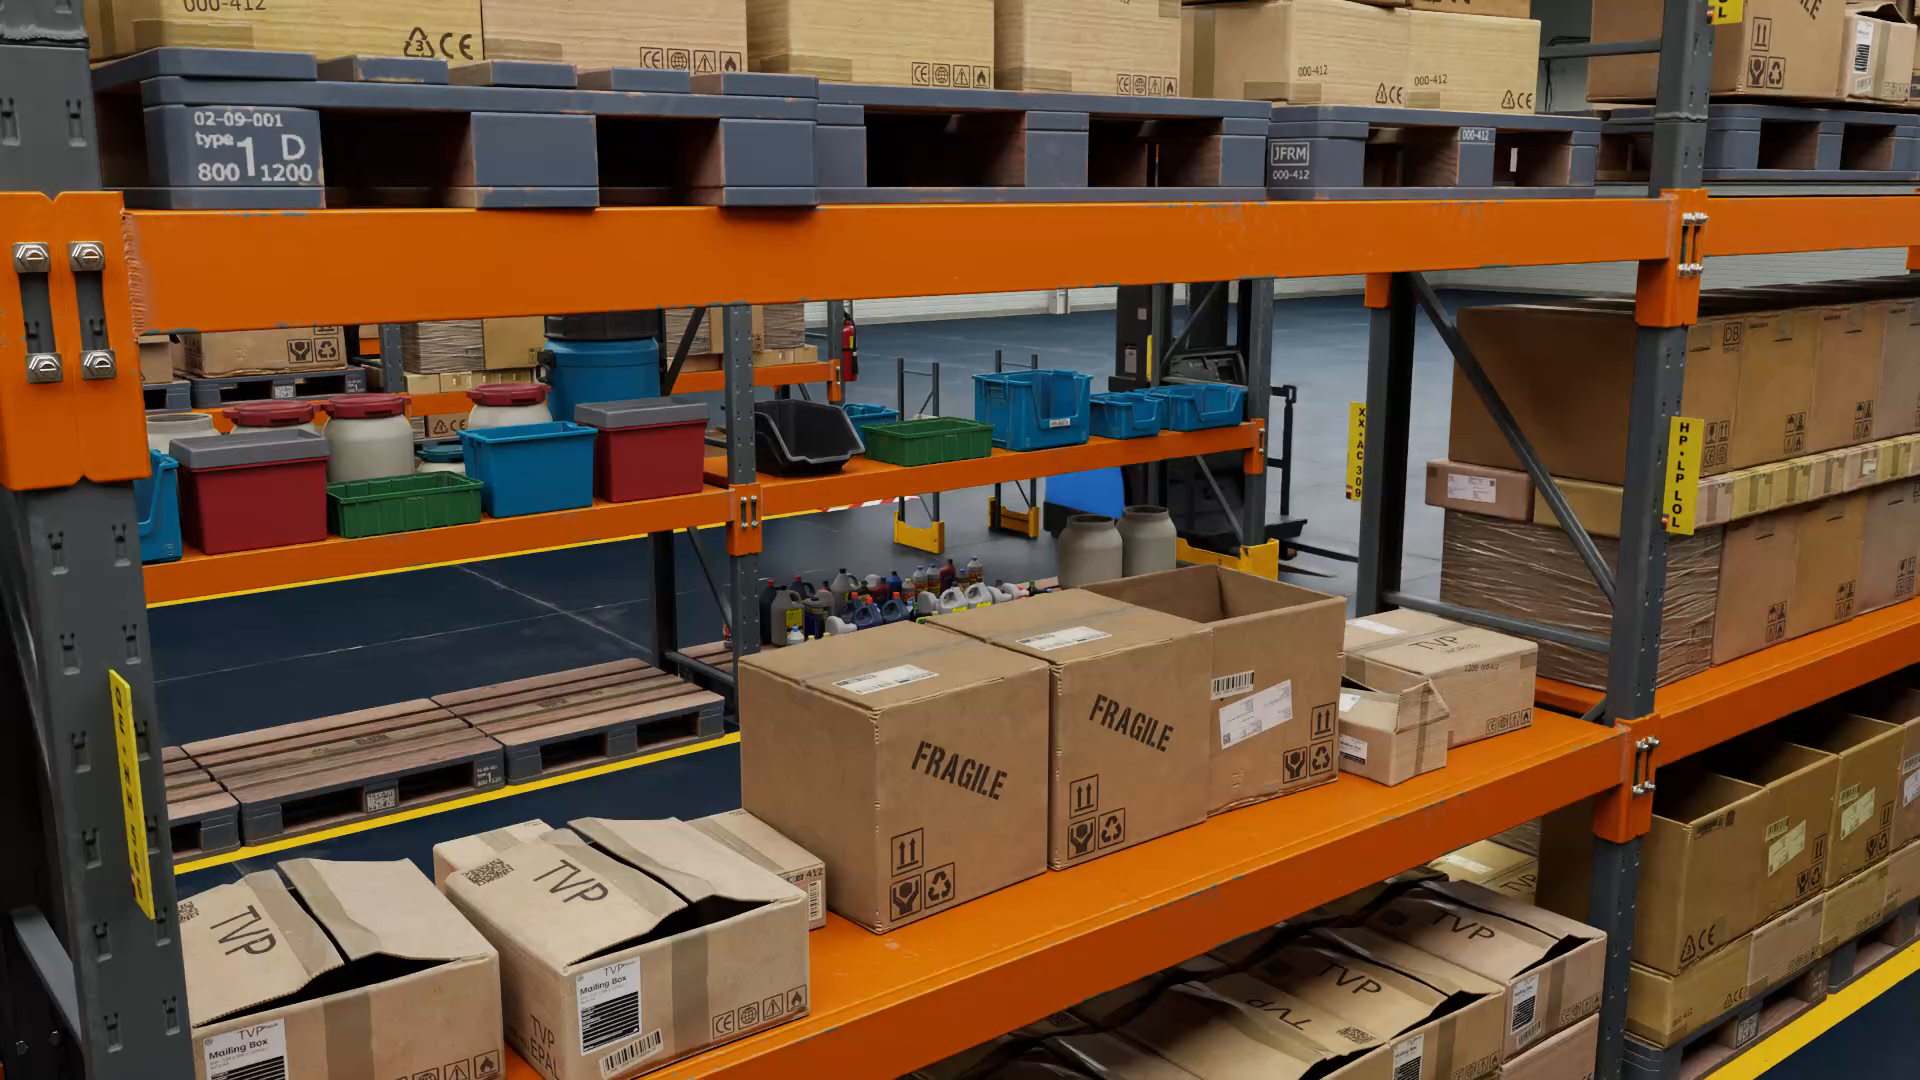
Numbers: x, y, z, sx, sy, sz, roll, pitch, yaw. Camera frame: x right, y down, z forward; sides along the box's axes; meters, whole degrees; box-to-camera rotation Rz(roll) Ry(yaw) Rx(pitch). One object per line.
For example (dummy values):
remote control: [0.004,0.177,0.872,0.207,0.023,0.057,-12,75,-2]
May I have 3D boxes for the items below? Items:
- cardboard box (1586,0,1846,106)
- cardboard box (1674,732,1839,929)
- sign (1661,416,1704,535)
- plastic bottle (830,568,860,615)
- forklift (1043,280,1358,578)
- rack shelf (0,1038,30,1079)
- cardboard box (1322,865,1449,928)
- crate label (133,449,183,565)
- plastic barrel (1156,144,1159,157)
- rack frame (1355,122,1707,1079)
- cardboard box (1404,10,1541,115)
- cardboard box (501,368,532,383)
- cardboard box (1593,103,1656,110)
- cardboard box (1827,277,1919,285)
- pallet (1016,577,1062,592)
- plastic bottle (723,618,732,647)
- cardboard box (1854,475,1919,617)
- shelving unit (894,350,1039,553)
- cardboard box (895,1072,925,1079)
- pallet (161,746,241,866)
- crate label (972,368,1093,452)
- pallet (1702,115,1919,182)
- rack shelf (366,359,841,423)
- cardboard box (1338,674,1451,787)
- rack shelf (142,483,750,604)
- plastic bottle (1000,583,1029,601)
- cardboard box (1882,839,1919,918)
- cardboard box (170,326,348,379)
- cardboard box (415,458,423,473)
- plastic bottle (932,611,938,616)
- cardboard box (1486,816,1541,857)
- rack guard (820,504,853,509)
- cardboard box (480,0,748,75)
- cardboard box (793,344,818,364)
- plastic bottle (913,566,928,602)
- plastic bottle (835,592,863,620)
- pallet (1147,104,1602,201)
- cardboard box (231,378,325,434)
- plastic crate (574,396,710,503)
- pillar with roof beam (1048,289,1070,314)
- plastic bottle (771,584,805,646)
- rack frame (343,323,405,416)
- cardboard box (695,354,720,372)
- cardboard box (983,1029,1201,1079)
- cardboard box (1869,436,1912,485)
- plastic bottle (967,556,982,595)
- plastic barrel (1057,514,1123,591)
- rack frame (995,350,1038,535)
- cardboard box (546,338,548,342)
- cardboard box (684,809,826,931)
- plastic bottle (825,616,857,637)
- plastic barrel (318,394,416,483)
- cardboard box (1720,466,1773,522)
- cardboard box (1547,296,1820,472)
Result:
cardboard box: [2.232,-1.552,4.905,0.500,0.500,0.500,-8,14,-33]
cardboard box: [2.617,0.958,5.699,0.500,0.500,0.500,-9,15,-38]
sign: [2.020,-0.180,4.658,0.005,0.325,0.100,-9,15,-38]
plastic bottle: [-0.693,0.340,10.123,0.185,0.351,0.144,-10,15,-38]
forklift: [1.941,-1.262,12.515,1.130,2.935,3.031,-8,15,-34]
rack shelf: [-3.011,1.391,1.587,4.000,0.370,1.077,-9,15,-38]
cardboard box: [1.195,1.139,5.300,0.500,0.311,0.500,-9,15,-37]
crate label: [-3.596,-0.126,6.917,0.616,0.435,0.502,-9,15,-38]
plastic barrel: [1.406,-2.861,10.615,0.708,0.830,0.600,-9,15,-38]
rack frame: [1.674,0.261,5.179,0.127,3.000,1.000,-9,15,-38]
cardboard box: [1.187,-1.260,4.470,0.500,0.250,0.500,-8,14,-32]
cardboard box: [-3.586,-1.304,13.152,0.250,0.149,0.380,-9,15,-38]
cardboard box: [2.445,-1.558,5.781,0.250,0.149,0.380,-9,15,-38]
cardboard box: [3.976,-0.807,6.845,0.500,0.500,0.700,-10,16,-39]
pallet: [1.038,0.424,11.124,1.213,0.211,1.003,-9,15,-38]
plastic bottle: [-1.329,0.513,9.669,0.097,0.201,0.097,0,12,0]
cardboard box: [3.217,-0.047,6.389,0.500,0.500,0.700,-9,15,-36]
shelving unit: [0.060,-0.744,13.520,1.083,1.500,0.587,-9,15,-38]
cardboard box: [-0.397,1.404,4.055,0.500,0.311,0.500,-10,15,-38]
pallet: [-3.912,1.246,7.254,1.213,0.211,1.003,-9,15,-38]
crate label: [0.437,-0.797,10.074,0.616,0.435,0.502,-9,15,-38]
pallet: [3.276,-1.436,6.159,1.213,0.211,1.003,-9,15,-38]
rack shelf: [-2.950,-1.254,14.045,4.000,0.370,1.077,-9,15,-38]
cardboard box: [1.102,0.470,4.515,0.258,0.266,0.396,-10,16,-39]
rack shelf: [-2.979,0.068,7.817,4.000,0.370,1.077,-9,15,-38]
plastic bottle: [0.332,0.393,10.056,0.135,0.276,0.152,-9,15,-37]
cardboard box: [3.399,1.195,6.386,0.500,0.250,0.500,-9,15,-38]
cardboard box: [-5.220,-1.765,12.263,1.000,1.000,1.000,-9,15,-37]
cardboard box: [-4.175,-0.375,13.178,0.500,0.500,0.500,-10,16,-39]
plastic bottle: [-0.145,0.516,9.656,0.097,0.201,0.097,0,12,0]
cardboard box: [2.297,0.875,6.090,0.500,0.500,0.500,-9,15,-38]
rack guard: [-1.448,-0.633,15.406,0.348,0.500,1.175,-9,15,-38]
cardboard box: [-0.733,-0.958,3.049,0.500,0.250,0.500,-9,15,-36]
cardboard box: [-1.482,-1.672,14.887,0.250,0.149,0.380,-9,15,-38]
plastic bottle: [-0.251,0.299,10.506,0.097,0.271,0.097,0,12,0]
plastic bottle: [-0.618,0.477,9.481,0.185,0.351,0.144,-9,15,-38]
pallet: [0.993,-0.996,4.338,1.217,0.209,0.805,-10,16,-40]
cardboard box: [-6.997,-1.400,17.106,0.875,0.875,0.875,-9,15,-37]
plastic crate: [-1.605,-0.462,8.429,0.583,0.464,0.402,-9,15,-38]
pillar with roof beam: [4.955,-8.905,33.902,0.548,9.000,9.100,-9,15,-38]
plastic bottle: [-1.005,0.431,9.698,0.185,0.351,0.144,-9,15,-38]
rack frame: [-4.512,-1.346,12.748,0.127,3.000,1.000,-9,15,-38]
cardboard box: [-2.267,-1.543,14.280,0.250,0.149,0.380,-9,15,-38]
cardboard box: [0.348,1.423,3.966,0.500,0.311,0.500,-10,15,-38]
cardboard box: [3.212,-0.310,6.067,0.250,0.149,0.380,-10,15,-38]
plastic bottle: [0.095,0.242,10.777,0.097,0.271,0.097,0,12,0]
plastic barrel: [0.848,0.112,10.857,0.421,0.512,0.421,0,12,0]
rack frame: [0.464,-0.811,13.836,0.032,1.500,0.500,-9,15,-38]
cardboard box: [-3.382,-1.730,13.596,0.500,0.500,0.875,-9,15,-38]
cardboard box: [-0.489,0.728,3.583,0.250,0.149,0.380,-8,14,-34]
plastic bottle: [-0.660,0.557,9.280,0.135,0.276,0.152,-9,15,-36]
plastic barrel: [-2.875,-0.426,8.085,0.433,0.535,0.433,0,12,0]
cardboard box: [2.401,-0.175,5.430,0.250,0.149,0.380,-10,16,-39]
cardboard box: [2.410,-0.547,5.620,0.500,0.500,0.700,-9,15,-38]
